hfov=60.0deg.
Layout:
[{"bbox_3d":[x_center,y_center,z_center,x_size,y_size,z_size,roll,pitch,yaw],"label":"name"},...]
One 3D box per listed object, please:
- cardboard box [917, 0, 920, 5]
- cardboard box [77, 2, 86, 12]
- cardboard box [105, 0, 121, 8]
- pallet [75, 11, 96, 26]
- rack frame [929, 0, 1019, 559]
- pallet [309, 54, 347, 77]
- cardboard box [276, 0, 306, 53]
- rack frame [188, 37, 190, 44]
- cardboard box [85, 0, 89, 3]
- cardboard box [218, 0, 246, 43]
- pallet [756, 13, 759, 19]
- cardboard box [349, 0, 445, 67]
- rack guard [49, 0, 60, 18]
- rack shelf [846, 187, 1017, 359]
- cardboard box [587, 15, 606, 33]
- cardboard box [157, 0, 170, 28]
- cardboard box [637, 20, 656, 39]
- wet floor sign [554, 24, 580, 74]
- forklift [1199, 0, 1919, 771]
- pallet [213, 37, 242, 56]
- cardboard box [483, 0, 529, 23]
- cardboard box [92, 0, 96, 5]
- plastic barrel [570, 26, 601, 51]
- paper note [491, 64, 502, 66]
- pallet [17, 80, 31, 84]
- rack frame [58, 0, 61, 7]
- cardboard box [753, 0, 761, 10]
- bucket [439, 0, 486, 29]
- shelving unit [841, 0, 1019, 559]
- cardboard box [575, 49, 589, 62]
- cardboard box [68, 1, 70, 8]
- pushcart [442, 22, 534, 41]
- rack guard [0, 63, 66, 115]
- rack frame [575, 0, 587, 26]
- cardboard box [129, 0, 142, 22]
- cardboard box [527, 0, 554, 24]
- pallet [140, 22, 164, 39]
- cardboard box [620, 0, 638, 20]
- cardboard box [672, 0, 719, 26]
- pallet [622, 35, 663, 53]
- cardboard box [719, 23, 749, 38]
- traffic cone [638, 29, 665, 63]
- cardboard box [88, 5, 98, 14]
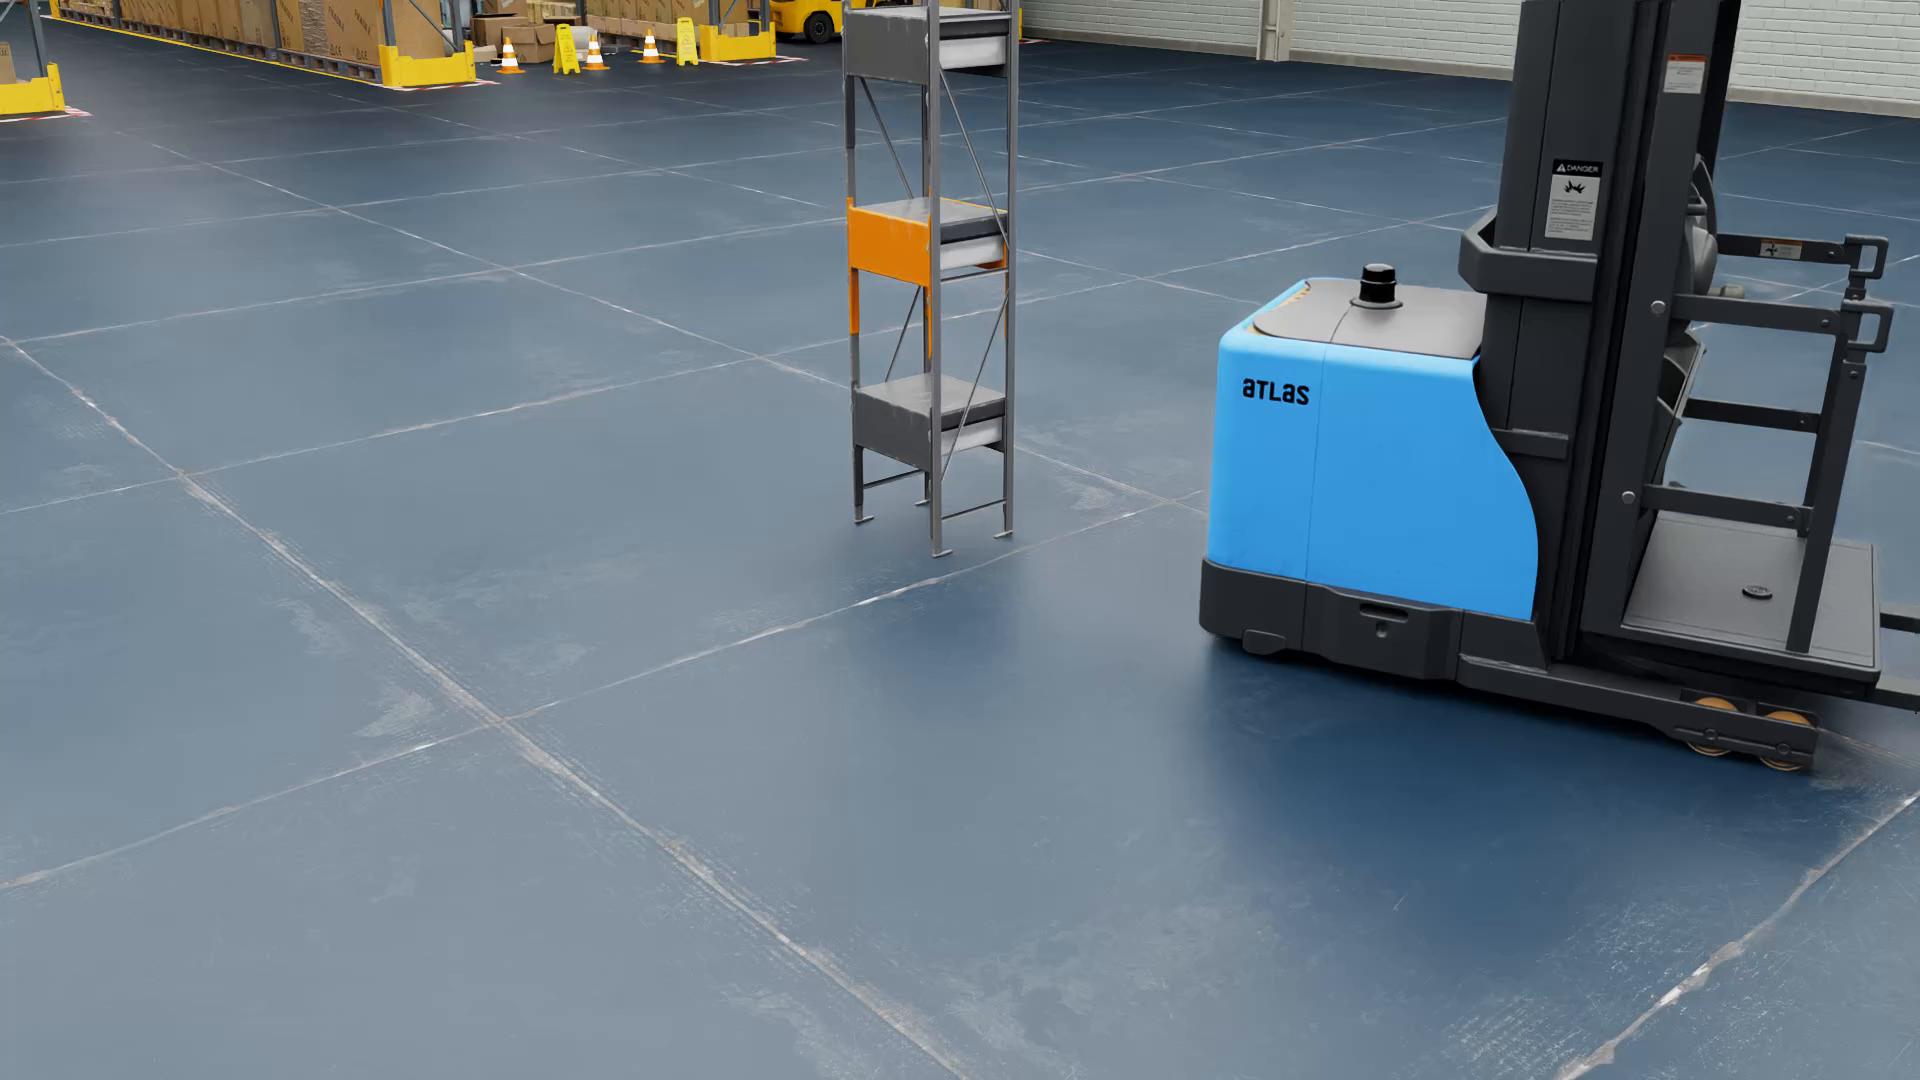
[{"bbox_3d":[-0.375,-9.120,28.164,0.500,0.250,0.500,-18,28,-38],"label":"cardboard box"},{"bbox_3d":[-16.469,-10.095,31.479,0.380,0.149,0.250,-19,28,-40],"label":"cardboard box"},{"bbox_3d":[-15.223,-9.715,30.100,0.380,0.149,0.250,-17,27,-36],"label":"cardboard box"},{"bbox_3d":[-16.042,-9.913,31.503,1.003,0.211,1.213,-17,27,-37],"label":"pallet"},{"bbox_3d":[0.051,-0.956,6.046,0.400,2.100,0.015,-17,27,-37],"label":"rack frame"},{"bbox_3d":[-8.317,-6.622,23.102,1.003,0.211,1.213,-17,27,-37],"label":"pallet"},{"bbox_3d":[-9.197,-7.502,23.863,0.875,0.875,0.875,-17,27,-37],"label":"cardboard box"},{"bbox_3d":[-12.165,-9.592,26.860,1.000,3.000,0.127,-17,27,-37],"label":"rack frame"},{"bbox_3d":[-16.338,-10.255,31.478,0.380,0.149,0.250,-16,26,-35],"label":"cardboard box"},{"bbox_3d":[-10.655,-8.052,25.438,1.050,0.750,0.750,-17,27,-37],"label":"cardboard box"},{"bbox_3d":[-4.216,-10.445,32.864,1.003,0.211,1.213,-17,27,-37],"label":"pallet"},{"bbox_3d":[-7.436,-6.759,21.966,0.875,0.875,0.875,-17,27,-37],"label":"cardboard box"},{"bbox_3d":[-17.338,-10.617,32.905,1.175,0.500,0.348,-17,27,-37],"label":"rack guard"},{"bbox_3d":[-0.108,-1.011,6.223,0.431,0.518,0.480,-17,27,-37],"label":"rack shelf"},{"bbox_3d":[-5.690,-8.381,26.963,0.500,0.250,0.500,-19,28,-40],"label":"cardboard box"},{"bbox_3d":[-13.129,-8.887,27.913,0.500,0.500,0.500,-16,27,-35],"label":"cardboard box"},{"bbox_3d":[-4.669,-7.950,25.864,0.500,0.250,0.500,-19,28,-39],"label":"cardboard box"},{"bbox_3d":[-5.425,-6.749,22.829,0.232,0.644,0.267,17,27,36],"label":"wet floor sign"},{"bbox_3d":[2.352,-0.922,4.819,3.031,2.935,1.130,10,24,25],"label":"forklift"},{"bbox_3d":[-10.916,-7.721,25.906,1.003,0.211,1.213,-17,27,-37],"label":"pallet"},{"bbox_3d":[-7.199,-8.449,26.333,0.500,0.500,0.500,-17,27,-37],"label":"cardboard box"},{"bbox_3d":[-15.868,-10.015,30.866,0.380,0.149,0.250,-17,27,-36],"label":"cardboard box"},{"bbox_3d":[-5.755,-7.598,25.303,0.512,0.421,0.421,0,21,-1],"label":"plastic barrel"},{"bbox_3d":[-6.654,-6.824,23.867,0.144,0.017,0.142,-8,23,-19],"label":"paper note"},{"bbox_3d":[-11.320,-5.184,19.430,1.003,0.211,1.213,-17,27,-37],"label":"pallet"},{"bbox_3d":[-17.388,-11.802,32.503,1.000,3.000,0.127,-17,27,-37],"label":"rack frame"},{"bbox_3d":[-3.455,-10.530,31.937,0.875,0.625,0.625,-19,28,-40],"label":"cardboard box"},{"bbox_3d":[-7.719,-8.181,25.664,0.726,0.611,0.620,-8,13,-19],"label":"bucket"},{"bbox_3d":[-0.108,-1.023,6.218,0.431,2.100,0.503,-17,27,-37],"label":"shelving unit"},{"bbox_3d":[-5.645,-7.141,24.513,0.380,0.149,0.250,-4,22,-10],"label":"cardboard box"},{"bbox_3d":[-17.055,-10.396,32.248,0.380,0.149,0.250,-18,27,-38],"label":"cardboard box"},{"bbox_3d":[-7.565,-7.915,26.176,0.936,0.377,1.648,12,24,27],"label":"pushcart"},{"bbox_3d":[-10.817,-5.086,18.783,1.175,0.500,0.348,-17,27,-37],"label":"rack guard"},{"bbox_3d":[-5.870,-9.693,27.118,1.000,3.000,0.127,-17,27,-37],"label":"rack frame"},{"bbox_3d":[-14.148,-9.315,29.006,0.500,0.500,0.500,-16,26,-35],"label":"cardboard box"},{"bbox_3d":[-7.142,-9.199,28.884,0.950,0.372,0.625,-16,27,-36],"label":"cardboard box"},{"bbox_3d":[-13.467,-8.846,28.781,1.003,0.211,1.213,-17,27,-37],"label":"pallet"},{"bbox_3d":[-4.994,-8.441,26.089,0.500,0.500,0.500,-16,26,-35],"label":"cardboard box"},{"bbox_3d":[-3.980,-8.011,24.991,0.500,0.500,0.500,-17,27,-37],"label":"cardboard box"},{"bbox_3d":[-4.605,-7.880,26.314,1.003,0.211,1.213,-17,27,-37],"label":"pallet"},{"bbox_3d":[-3.576,-7.792,25.459,0.500,0.250,0.500,-18,28,-38],"label":"cardboard box"},{"bbox_3d":[-4.517,-7.218,24.279,0.336,0.463,0.334,-17,27,-37],"label":"traffic cone"},{"bbox_3d":[-15.966,-9.878,30.925,0.380,0.149,0.250,-18,27,-38],"label":"cardboard box"}]
